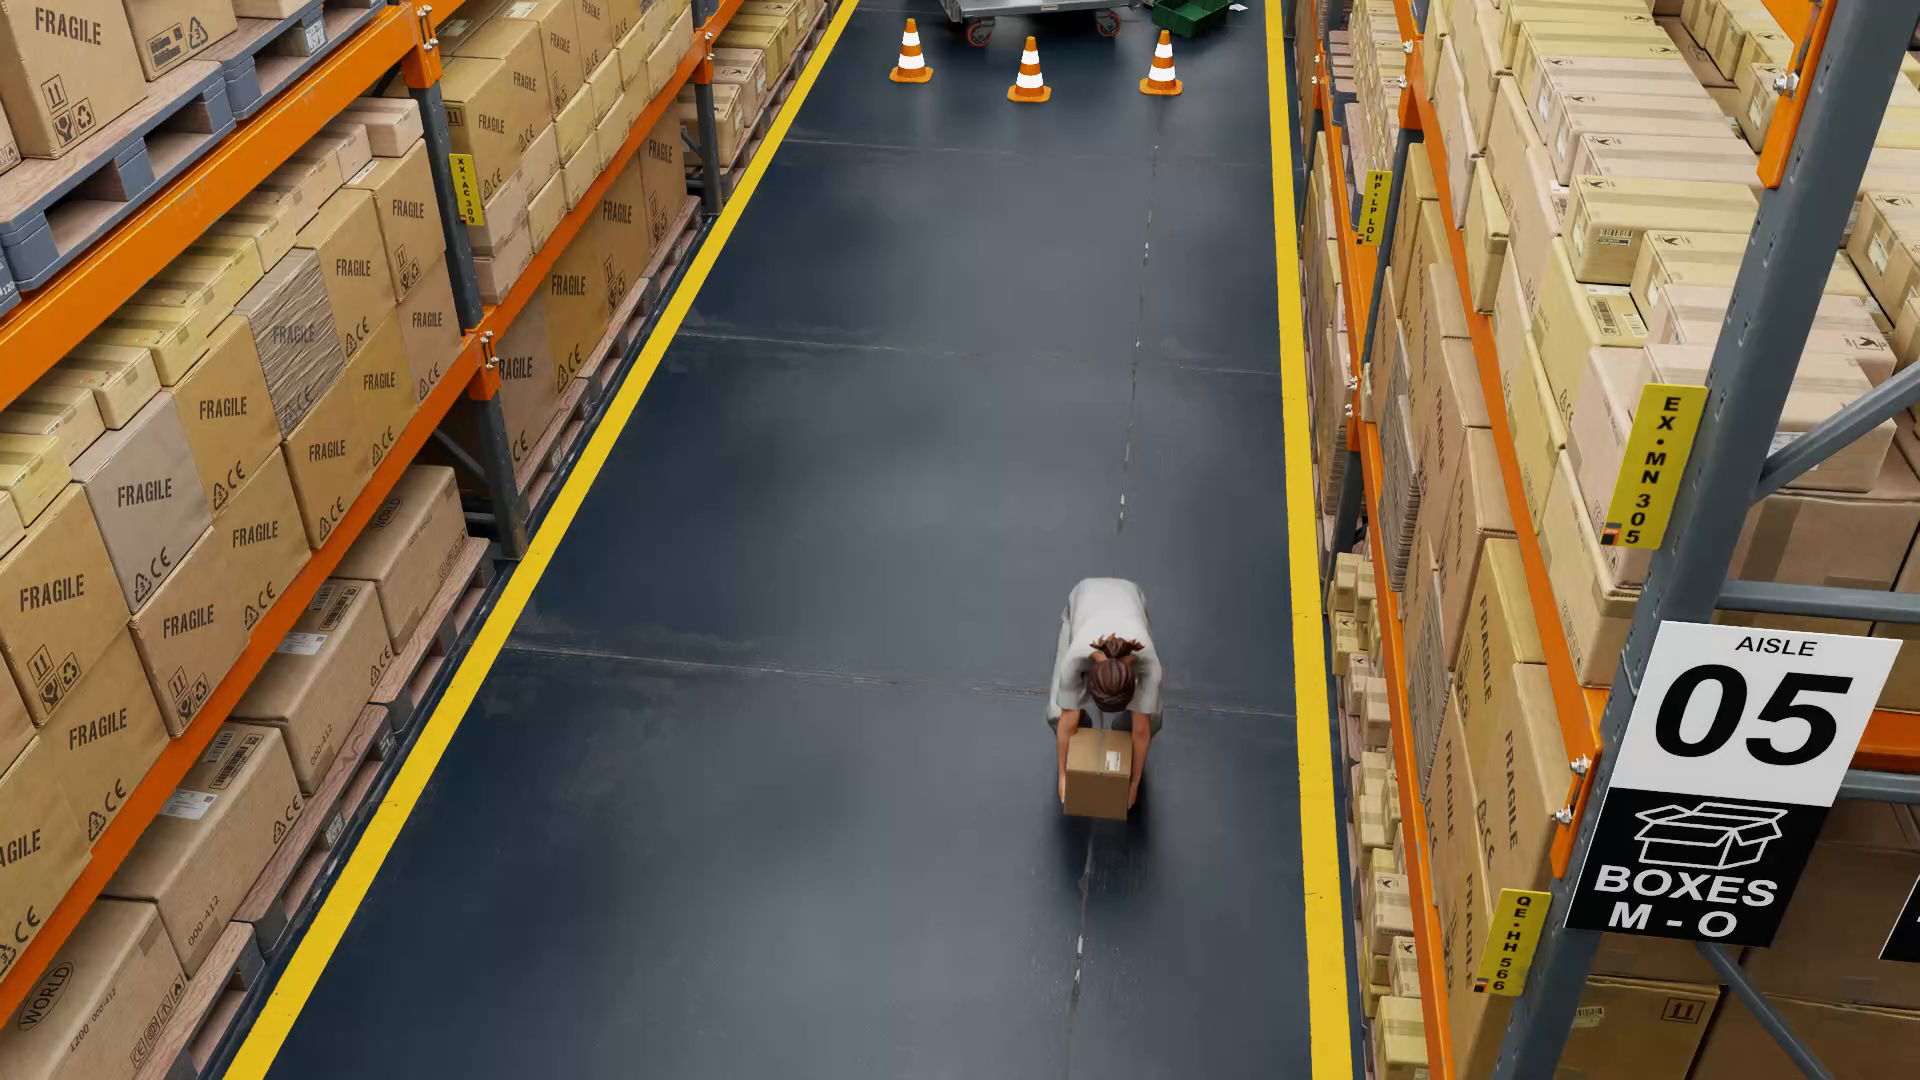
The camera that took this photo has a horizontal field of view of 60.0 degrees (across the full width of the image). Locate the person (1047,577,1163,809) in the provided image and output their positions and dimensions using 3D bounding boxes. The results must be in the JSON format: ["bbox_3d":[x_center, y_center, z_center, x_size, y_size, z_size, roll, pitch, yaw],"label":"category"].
[{"bbox_3d":[0.593,0.642,6.776,0.474,0.953,0.863,3,36,4],"label":"person"}]
